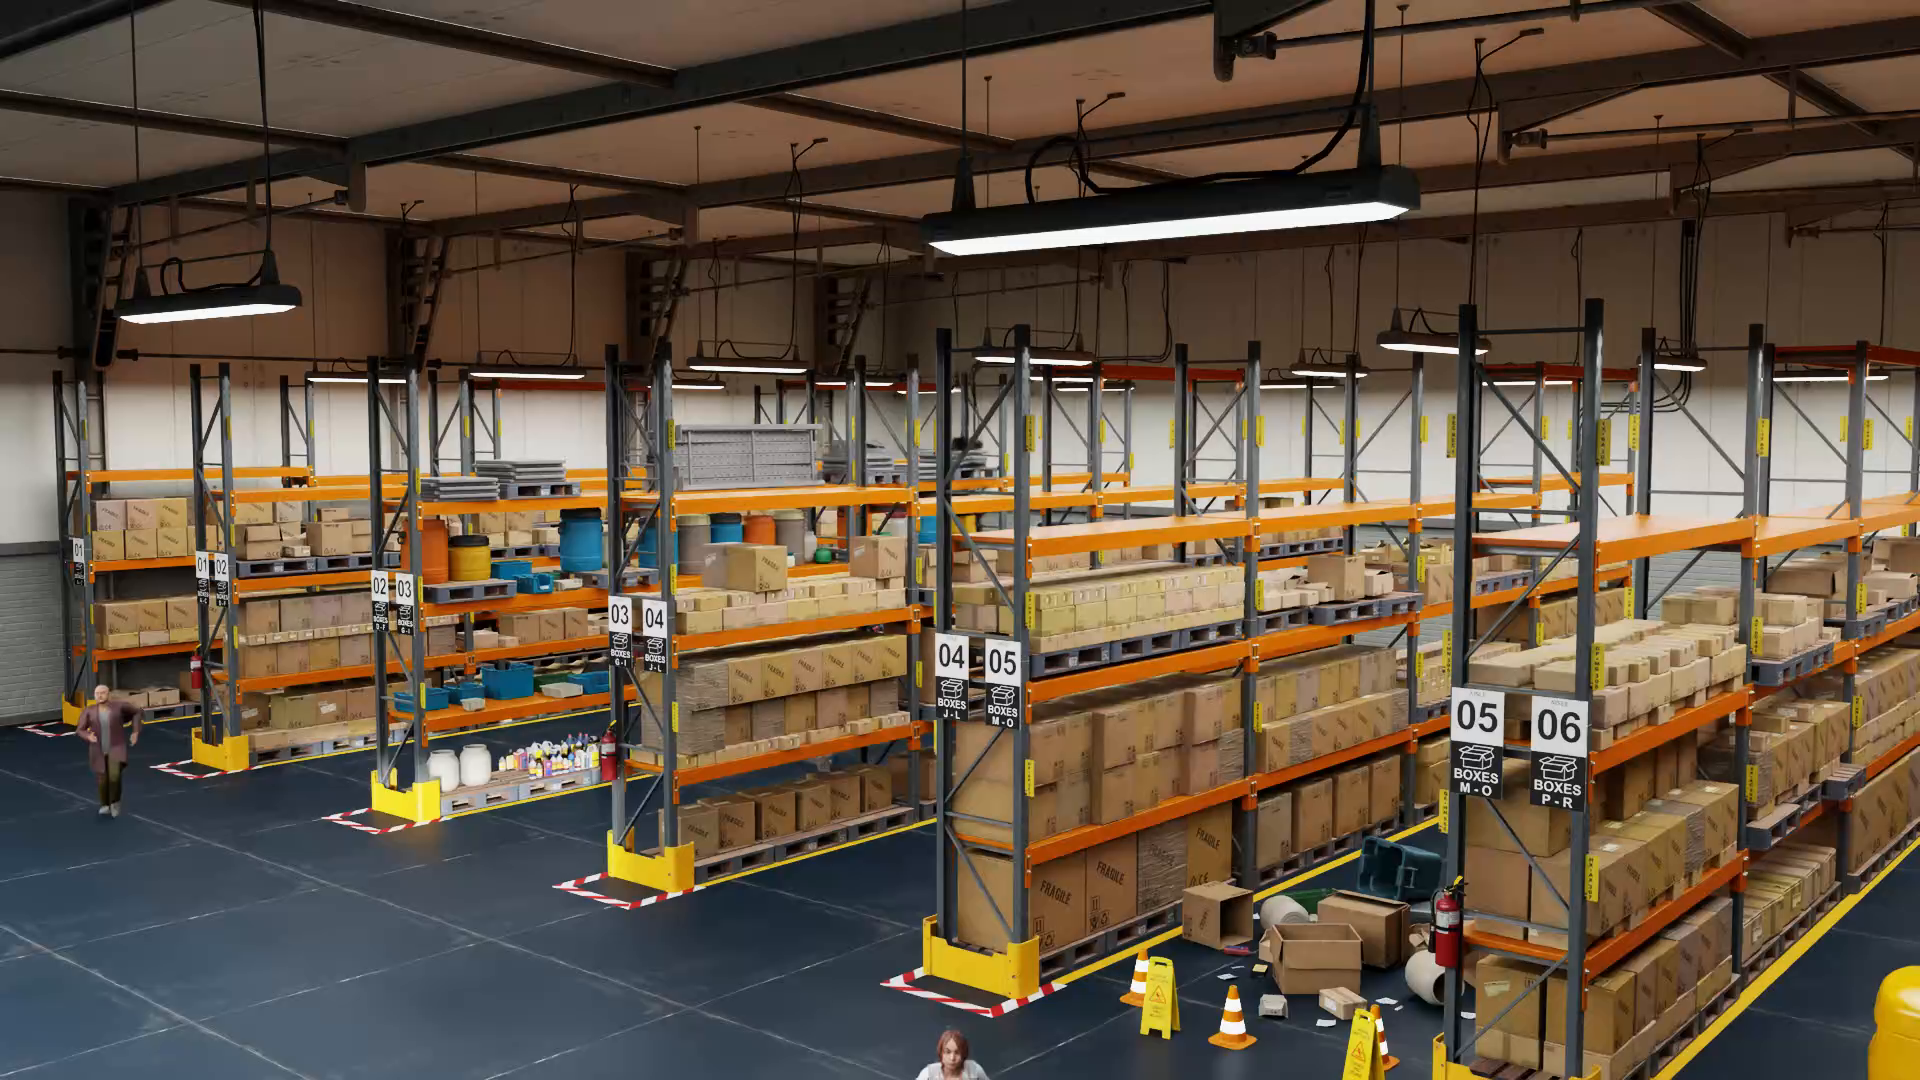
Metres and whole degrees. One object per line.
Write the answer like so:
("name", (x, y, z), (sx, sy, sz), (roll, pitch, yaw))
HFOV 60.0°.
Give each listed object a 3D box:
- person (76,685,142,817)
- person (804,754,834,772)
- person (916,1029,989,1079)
("person", (-10.990, 2.725, 21.475), (0.724, 1.736, 0.907), (-1, 4, -18))
("person", (-1.893, 2.640, 22.996), (0.670, 1.737, 0.582), (3, 5, 37))
("person", (-0.057, 3.670, 9.964), (0.566, 1.587, 0.818), (0, 4, -1))
